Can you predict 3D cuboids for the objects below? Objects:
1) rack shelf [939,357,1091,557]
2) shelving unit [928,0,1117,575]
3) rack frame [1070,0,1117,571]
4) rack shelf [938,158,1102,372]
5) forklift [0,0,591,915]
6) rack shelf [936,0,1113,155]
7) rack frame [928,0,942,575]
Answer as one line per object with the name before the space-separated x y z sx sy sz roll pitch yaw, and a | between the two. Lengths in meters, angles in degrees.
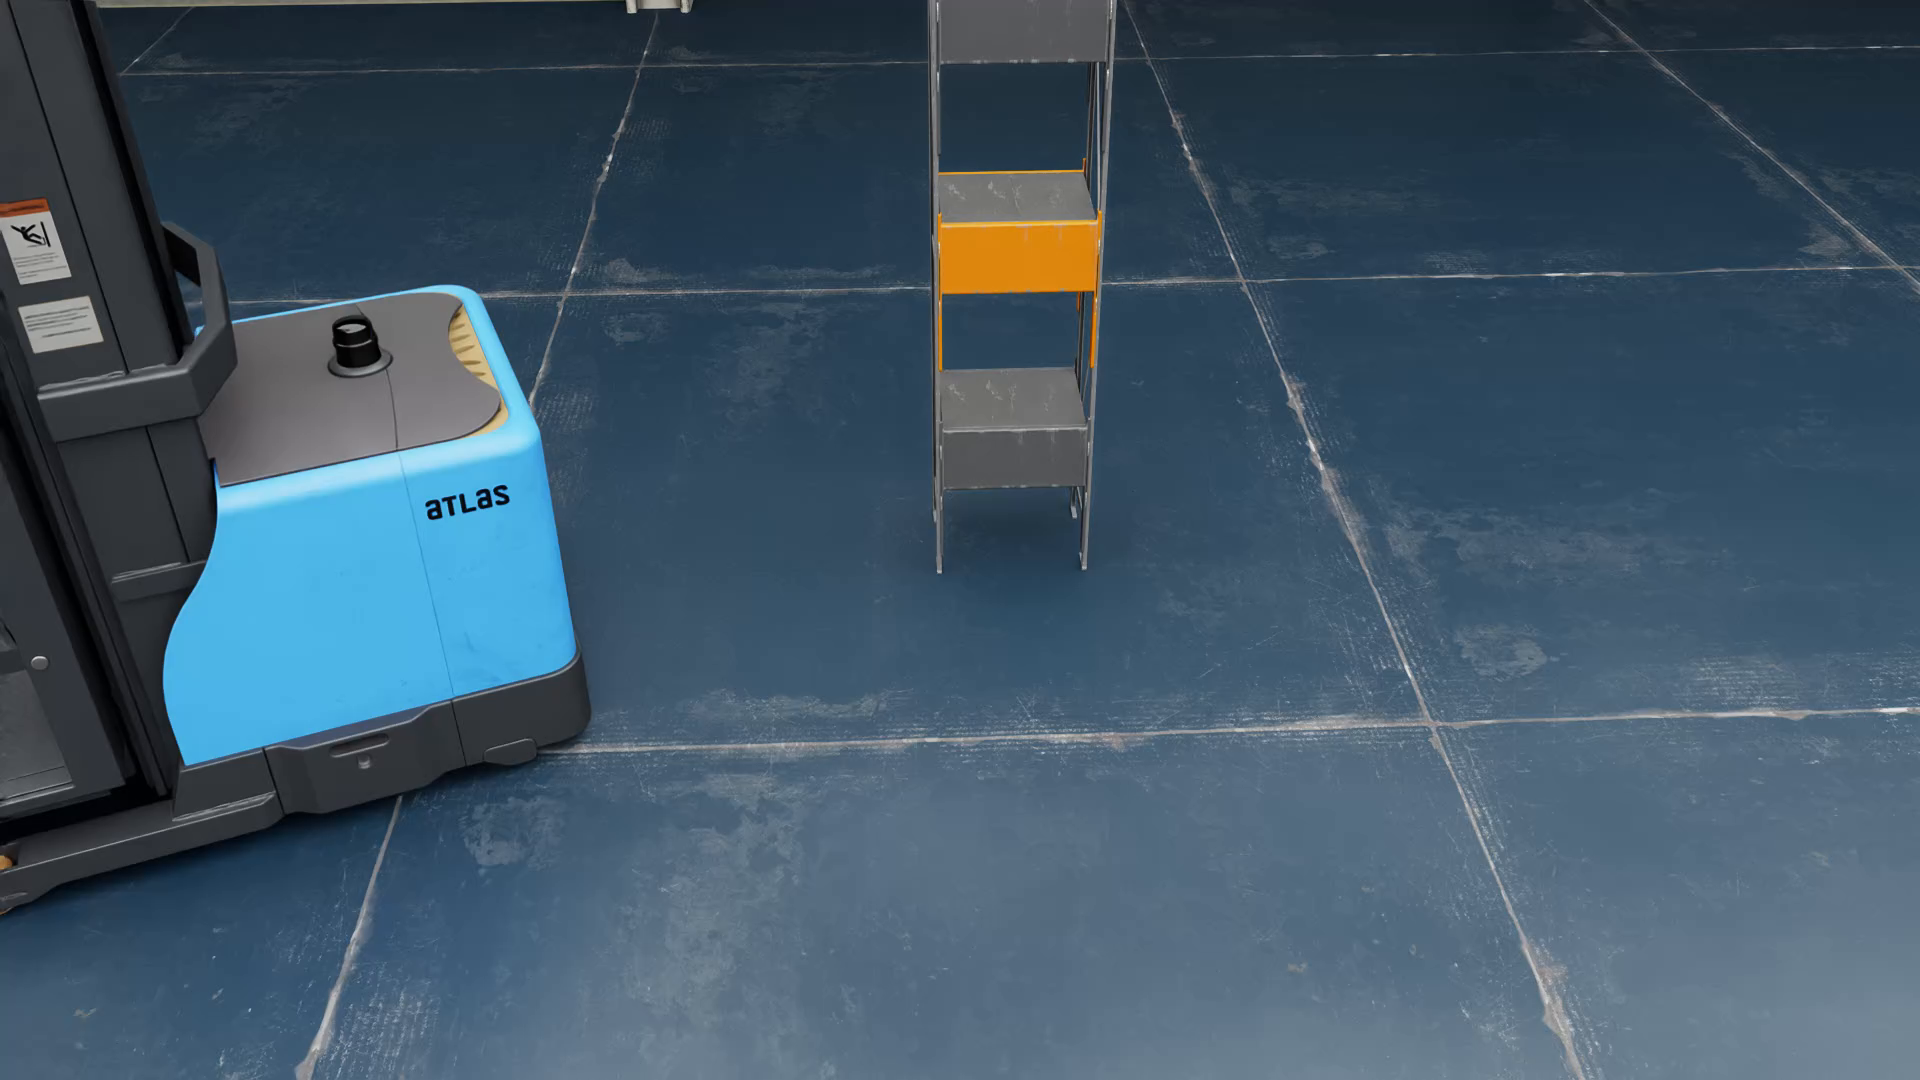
rack shelf | 0.165 -0.281 5.565 0.480 0.518 0.431 -2 35 -2
shelving unit | 0.165 -0.868 5.159 0.503 2.100 0.431 -2 35 -2
rack frame | 0.409 -0.874 5.168 0.015 2.100 0.400 -2 35 -2
rack shelf | 0.165 -0.857 5.167 0.480 0.518 0.431 -2 35 -2
forklift | -2.645 -0.521 3.927 3.031 2.935 1.130 -14 37 -19
rack shelf | 0.165 -1.432 4.768 0.480 0.518 0.431 -2 35 -2
rack frame | -0.078 -0.861 5.149 0.015 2.100 0.400 -2 35 -2
